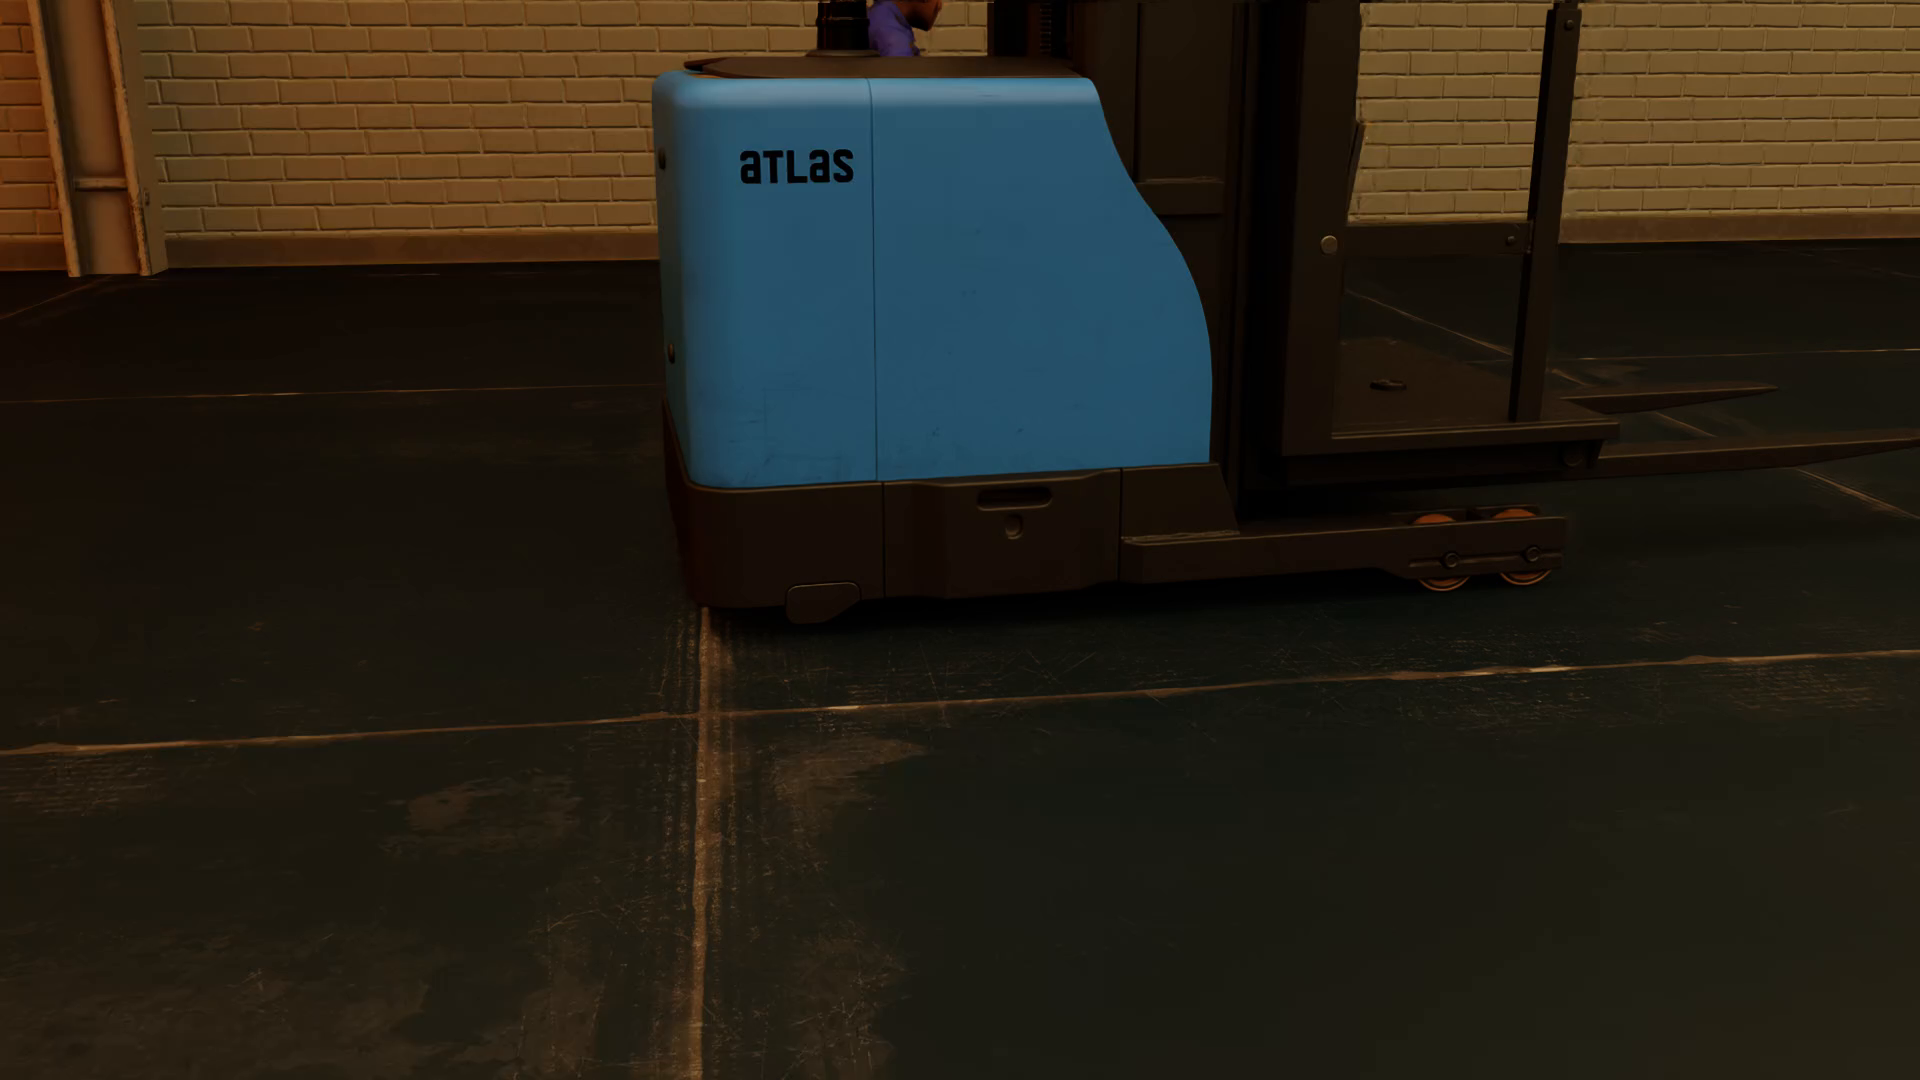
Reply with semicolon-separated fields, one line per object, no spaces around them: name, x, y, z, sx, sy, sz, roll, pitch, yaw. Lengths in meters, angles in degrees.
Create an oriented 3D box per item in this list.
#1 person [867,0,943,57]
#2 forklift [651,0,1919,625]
person;-0.100;-1.067;5.062;0.844;1.429;0.883;-14;21;-38
forklift;0.842;-1.436;3.652;3.031;2.935;1.130;-4;17;-12
